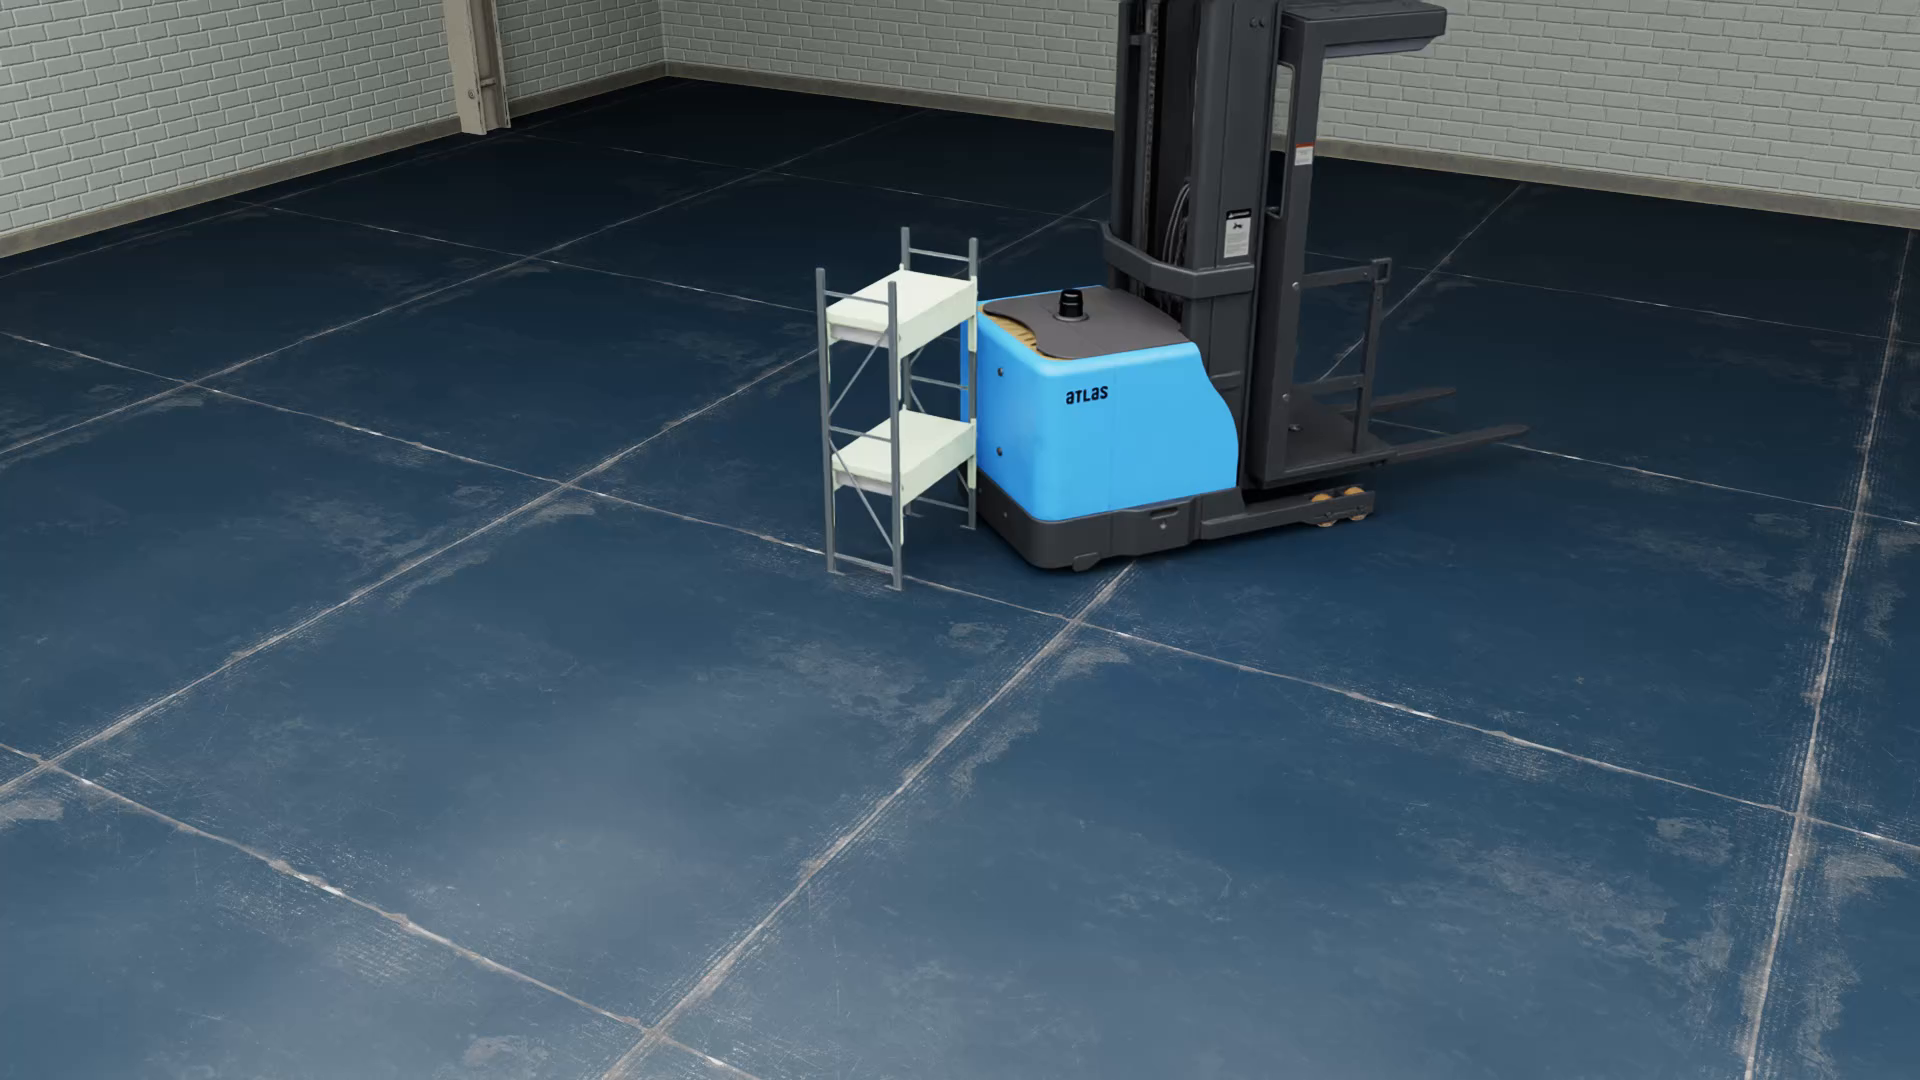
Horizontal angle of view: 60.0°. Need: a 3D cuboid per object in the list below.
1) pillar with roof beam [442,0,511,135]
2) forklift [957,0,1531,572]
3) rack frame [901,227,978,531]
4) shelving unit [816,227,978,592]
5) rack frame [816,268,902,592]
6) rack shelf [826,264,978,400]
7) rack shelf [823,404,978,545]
[{"bbox_3d":[-0.898,-7.099,12.379,9.100,9.000,0.400,14,30,26],"label":"pillar with roof beam"},{"bbox_3d":[1.552,-1.580,8.131,3.031,2.935,1.130,-11,29,-21],"label":"forklift"},{"bbox_3d":[-0.098,-0.761,8.095,0.400,1.500,0.023,14,30,26],"label":"rack frame"},{"bbox_3d":[-0.274,-0.618,7.808,0.431,1.500,0.755,14,30,26],"label":"shelving unit"},{"bbox_3d":[-0.450,-0.474,7.521,0.400,1.500,0.023,14,30,26],"label":"rack frame"},{"bbox_3d":[-0.274,-0.967,7.633,0.431,0.370,0.720,14,30,26],"label":"rack shelf"},{"bbox_3d":[-0.274,-0.326,7.954,0.431,0.370,0.720,14,30,26],"label":"rack shelf"}]
